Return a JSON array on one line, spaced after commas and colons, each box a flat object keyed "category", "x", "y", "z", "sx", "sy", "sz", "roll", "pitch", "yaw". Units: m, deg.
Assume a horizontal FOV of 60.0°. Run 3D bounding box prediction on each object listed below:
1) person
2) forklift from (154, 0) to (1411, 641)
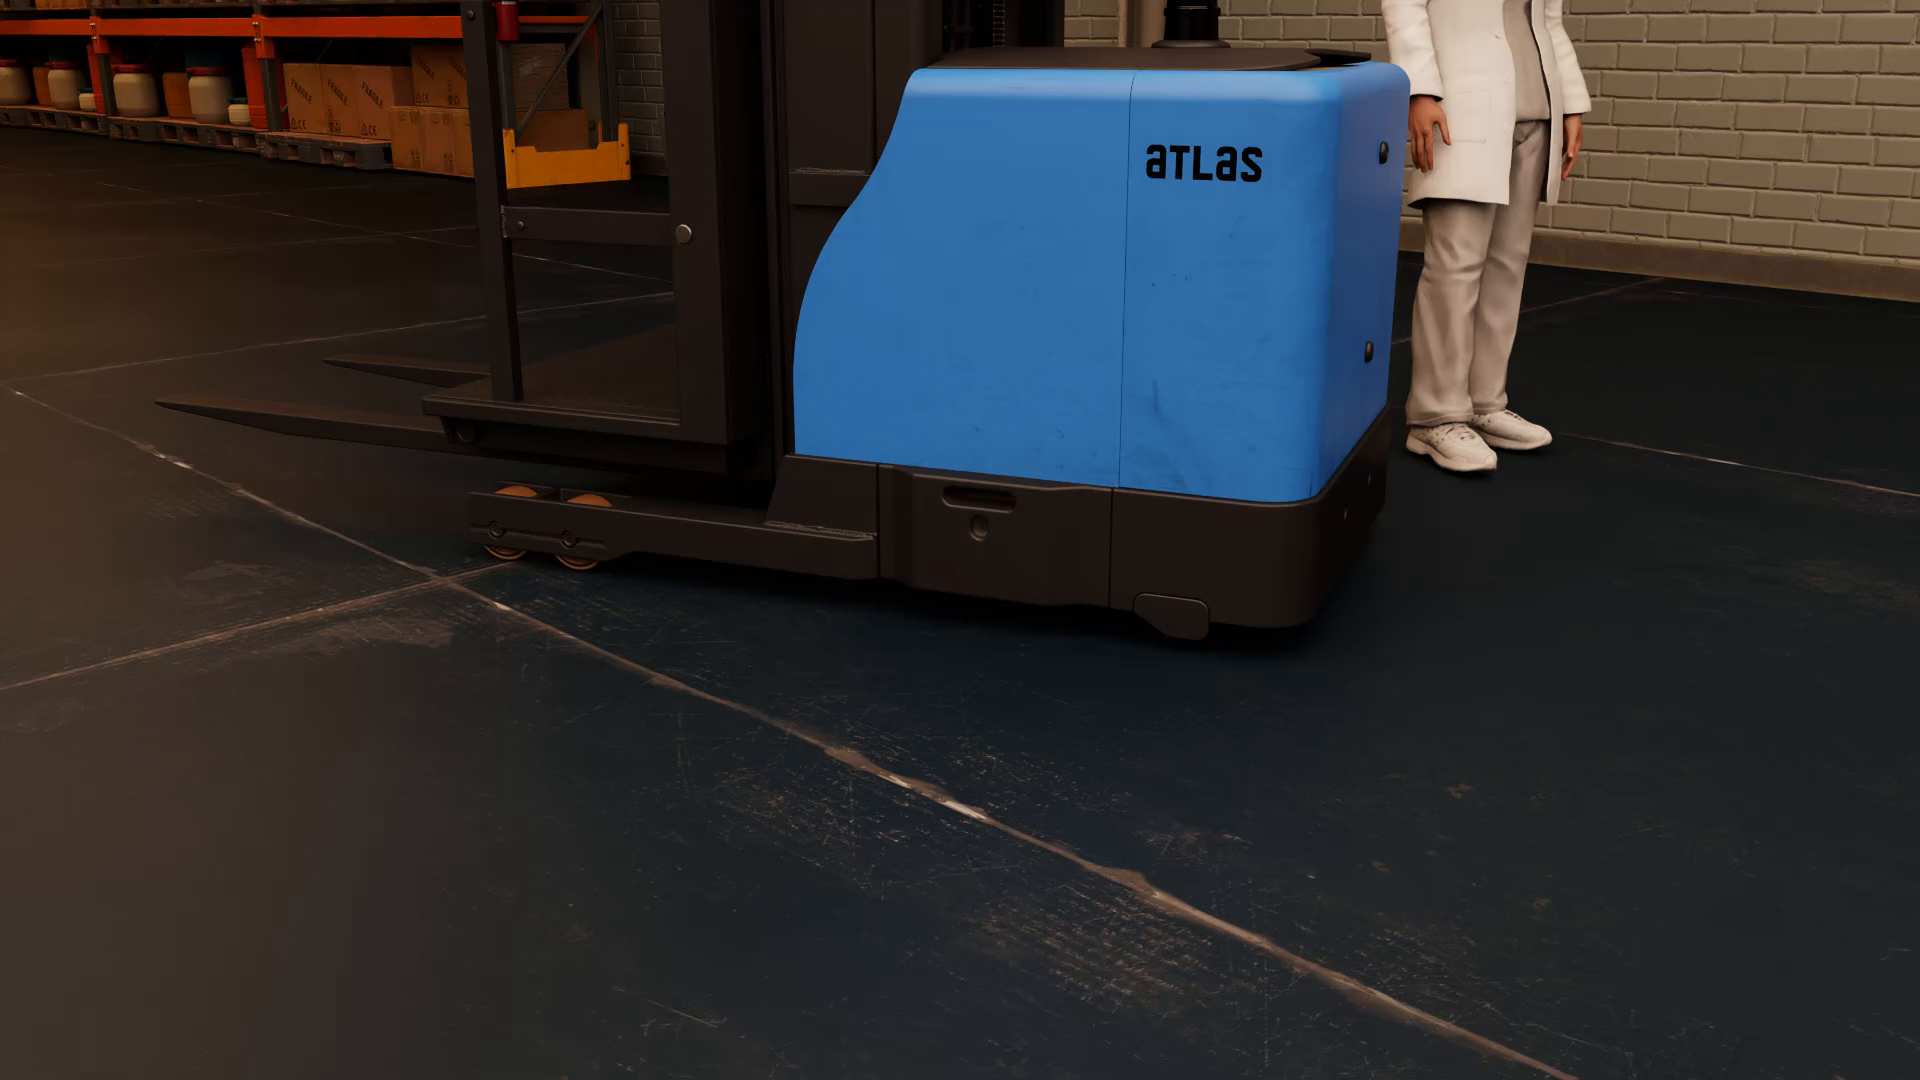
[{"category": "person", "x": 1.496, "y": -1.122, "z": 4.493, "sx": 0.694, "sy": 1.776, "sz": 0.581, "roll": -10, "pitch": 20, "yaw": -28}, {"category": "forklift", "x": -0.563, "y": -1.469, "z": 3.684, "sx": 3.031, "sy": 2.935, "sz": 1.130, "roll": 7, "pitch": 18, "yaw": 21}]
